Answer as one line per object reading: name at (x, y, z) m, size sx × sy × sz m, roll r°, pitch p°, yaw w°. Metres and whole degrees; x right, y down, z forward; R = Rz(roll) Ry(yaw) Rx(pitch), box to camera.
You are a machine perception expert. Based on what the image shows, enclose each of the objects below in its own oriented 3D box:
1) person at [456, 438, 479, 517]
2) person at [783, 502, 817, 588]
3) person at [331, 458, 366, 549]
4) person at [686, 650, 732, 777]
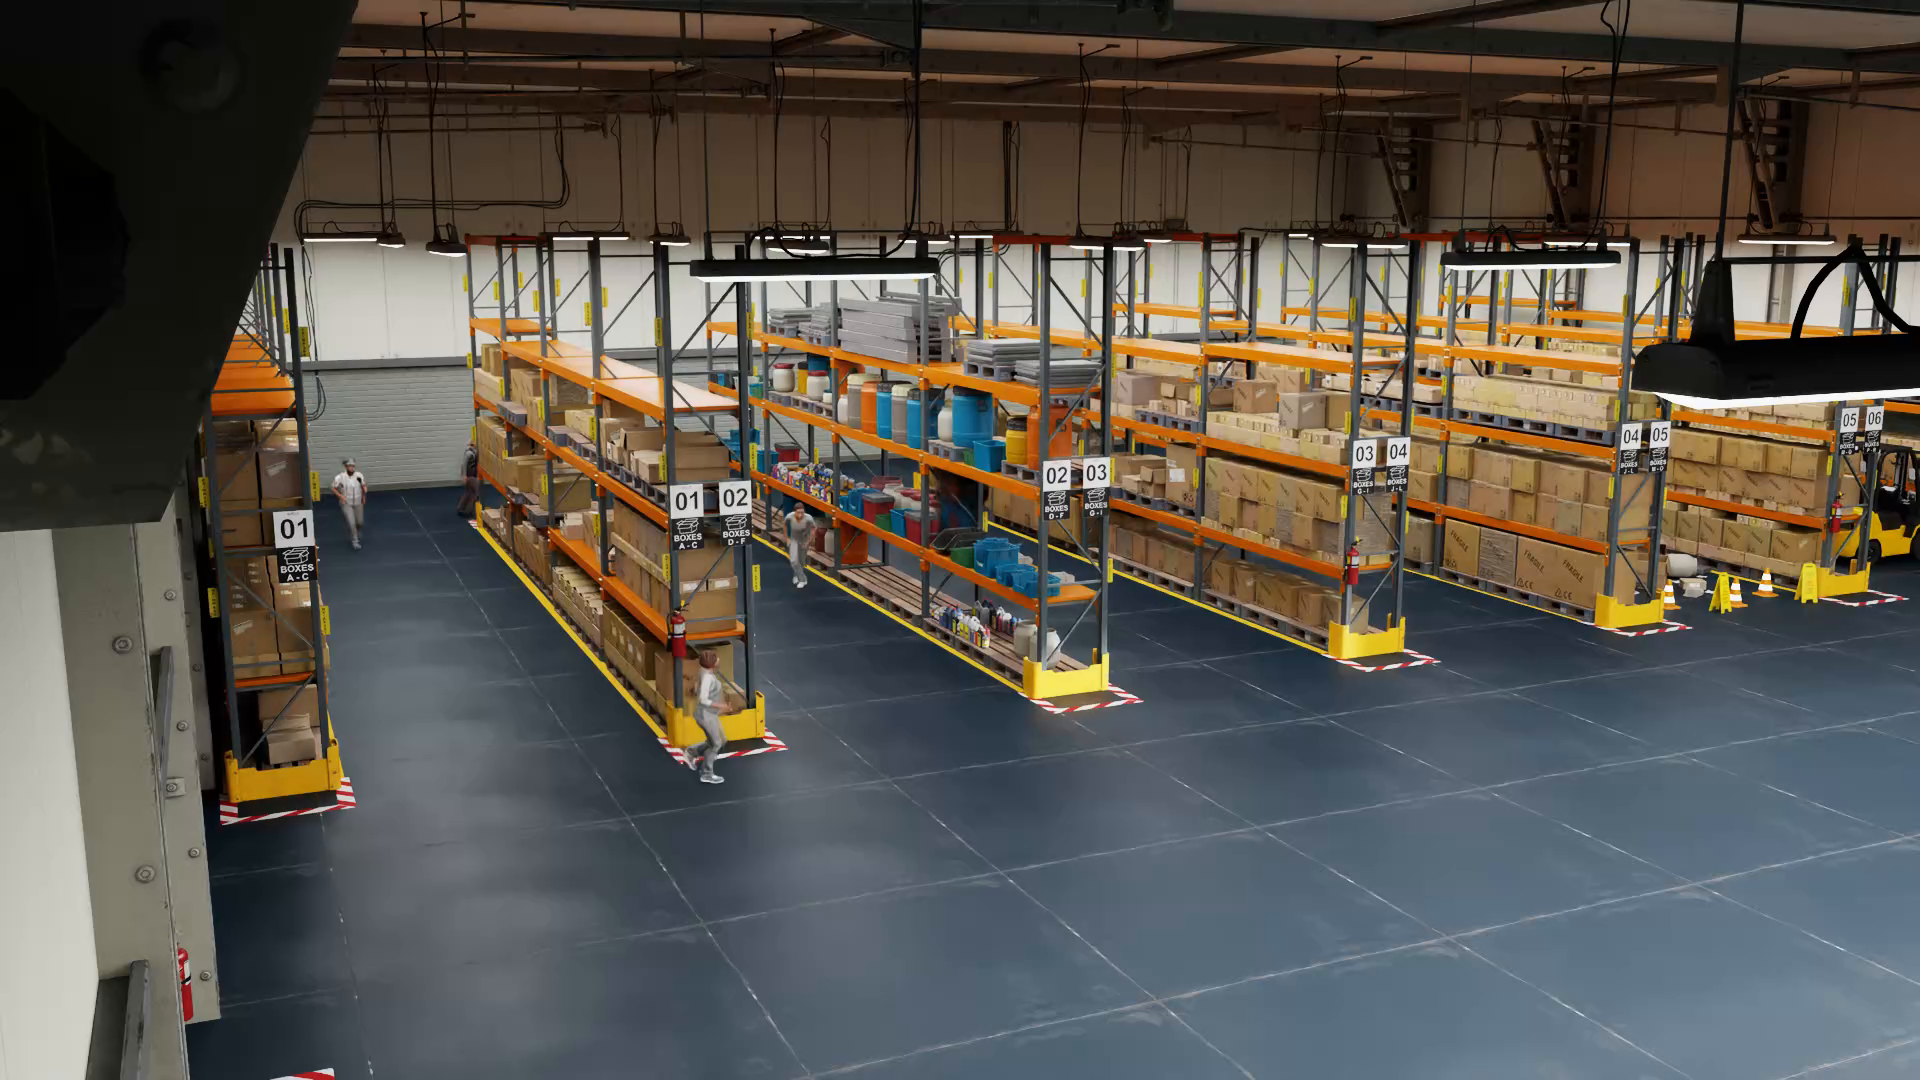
person at (-10.443, -1.329, 35.470) m, size 0.694 × 1.699 × 0.636 m, roll -2°, pitch 11°, yaw -9°
person at (-2.657, 0.054, 27.673) m, size 0.556 × 1.505 × 0.989 m, roll -1°, pitch 11°, yaw -4°
person at (-11.863, -0.727, 32.354) m, size 0.663 × 1.766 × 0.654 m, roll -8°, pitch 14°, yaw -35°
person at (-2.839, 1.964, 18.748) m, size 0.545 × 1.492 × 0.527 m, roll -1°, pitch 11°, yaw -5°
